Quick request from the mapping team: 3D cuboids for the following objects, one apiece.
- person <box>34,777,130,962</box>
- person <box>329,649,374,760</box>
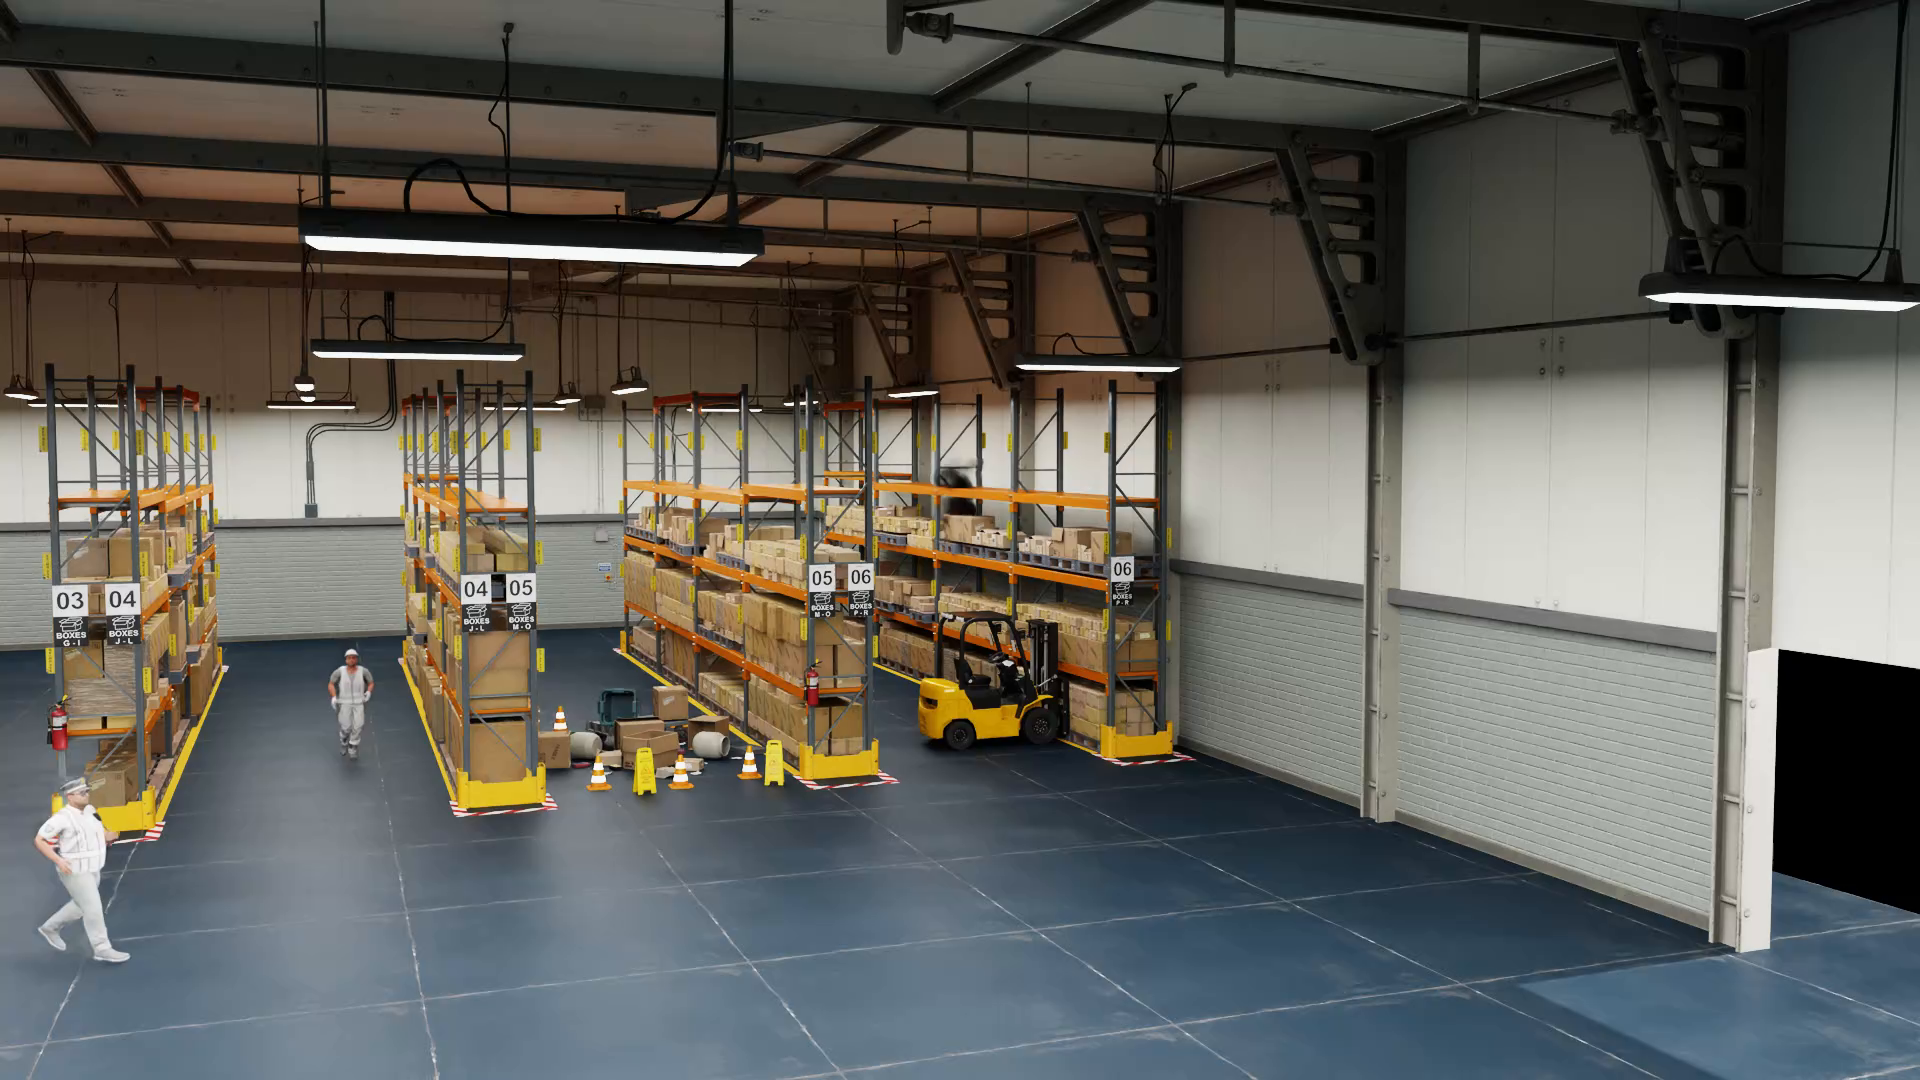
[{"bbox_3d":[-8.466,3.157,16.020,0.970,1.759,0.665,0,3,4],"label":"person"},{"bbox_3d":[-9.574,2.593,26.204,0.652,1.749,0.583,-2,4,-26],"label":"person"}]
